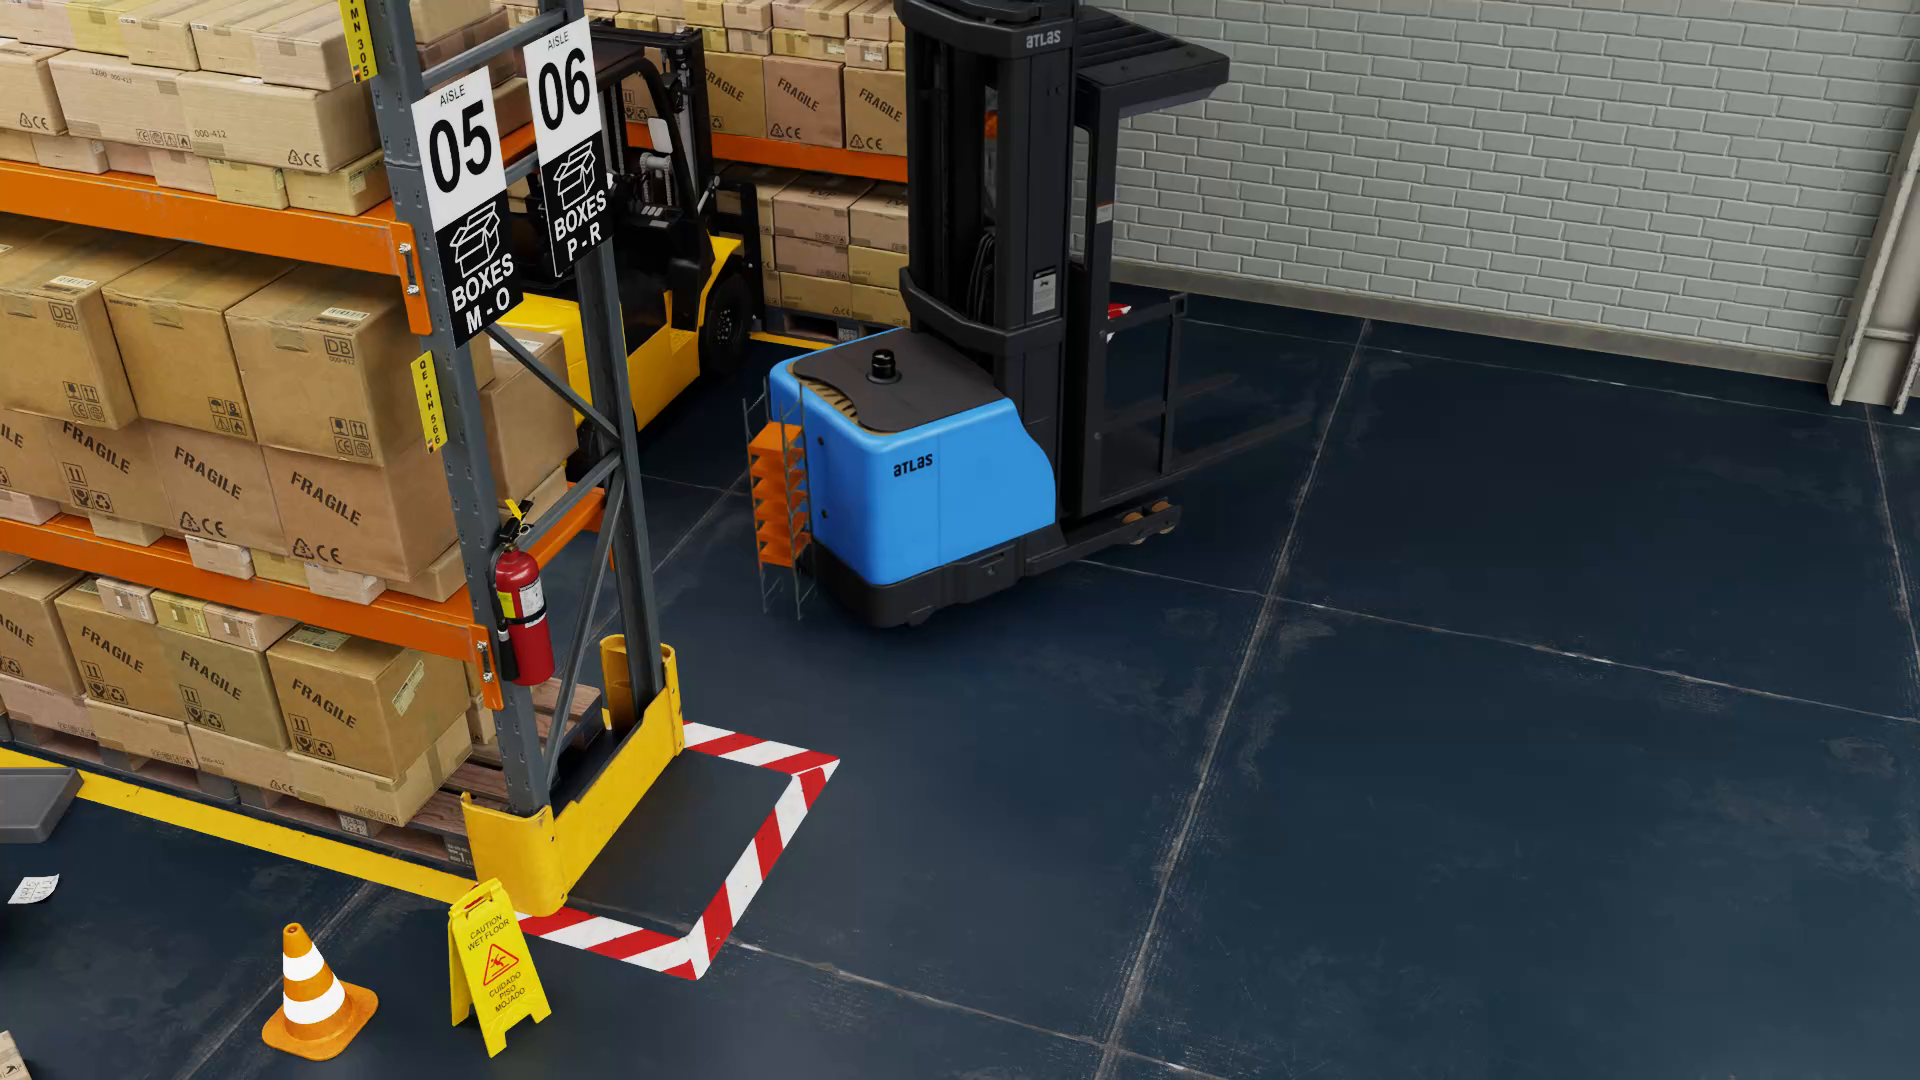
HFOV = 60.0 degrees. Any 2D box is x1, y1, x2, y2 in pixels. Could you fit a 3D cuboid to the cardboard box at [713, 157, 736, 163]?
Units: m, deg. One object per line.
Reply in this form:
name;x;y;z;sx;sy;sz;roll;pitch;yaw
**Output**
cardboard box;-1.621;-2.542;11.148;0.500;0.250;0.500;10;34;16

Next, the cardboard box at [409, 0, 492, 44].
cardboard box;-1.750;-1.756;5.436;0.250;0.149;0.380;11;34;16

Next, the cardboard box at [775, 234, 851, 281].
cardboard box;-0.846;-1.891;10.600;0.500;0.250;0.500;11;34;16

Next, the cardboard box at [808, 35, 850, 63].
cardboard box;-0.709;-2.978;9.907;0.250;0.149;0.380;12;35;17

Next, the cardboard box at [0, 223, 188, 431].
cardboard box;-3.028;-0.804;5.941;0.500;0.500;0.700;11;34;16

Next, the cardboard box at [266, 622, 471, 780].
cardboard box;-2.327;0.553;6.585;0.500;0.500;0.500;11;35;17

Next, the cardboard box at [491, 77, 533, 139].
cardboard box;-1.687;-1.478;5.741;0.250;0.149;0.380;11;34;17

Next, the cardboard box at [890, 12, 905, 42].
cardboard box;-0.222;-3.030;9.713;0.250;0.149;0.380;11;34;17

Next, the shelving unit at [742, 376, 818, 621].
shelving unit;-0.848;-0.183;7.922;0.189;1.200;0.258;10;35;16

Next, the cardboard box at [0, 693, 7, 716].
cardboard box;-4.280;0.487;7.378;0.500;0.250;0.500;13;35;19

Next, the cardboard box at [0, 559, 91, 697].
cardboard box;-3.790;0.268;7.026;0.500;0.500;0.500;13;35;19

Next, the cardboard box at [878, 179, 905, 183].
cardboard box;-0.202;-2.259;10.709;0.500;0.250;0.500;10;34;16

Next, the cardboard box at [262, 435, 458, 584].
cardboard box;-2.089;-0.223;5.964;0.500;0.500;0.500;10;34;16

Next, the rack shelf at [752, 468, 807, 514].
rack shelf;-0.849;-0.246;7.880;0.180;0.103;0.258;10;35;16

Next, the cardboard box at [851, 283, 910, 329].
cardboard box;-0.363;-1.579;10.577;0.500;0.250;0.500;11;35;17

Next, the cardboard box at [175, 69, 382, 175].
cardboard box;-2.057;-1.376;5.214;0.500;0.250;0.500;11;34;16

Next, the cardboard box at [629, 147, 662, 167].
cardboard box;-2.279;-2.373;10.886;0.500;0.250;0.500;12;35;18

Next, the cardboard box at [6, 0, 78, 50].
cardboard box;-2.828;-1.723;5.385;0.250;0.149;0.380;11;34;16

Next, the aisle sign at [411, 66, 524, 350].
aisle sign;-1.524;-1.030;5.183;0.004;0.787;0.394;11;34;16

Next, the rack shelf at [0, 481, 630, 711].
rack shelf;-3.367;-0.161;6.897;4.000;0.370;1.077;11;34;16

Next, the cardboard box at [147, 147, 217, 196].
cardboard box;-2.399;-1.269;5.417;0.250;0.149;0.380;12;35;18

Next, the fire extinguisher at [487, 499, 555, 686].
fire extinguisher;-1.532;0.191;5.760;0.183;0.674;0.296;11;34;16

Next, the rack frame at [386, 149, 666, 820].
rack frame;-1.485;-0.097;6.135;0.127;3.000;1.000;11;34;16

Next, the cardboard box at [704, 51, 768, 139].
cardboard box;-1.333;-2.824;10.266;0.500;0.500;0.500;10;34;16

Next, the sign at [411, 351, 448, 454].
sign;-1.691;-0.437;5.302;0.005;0.325;0.100;11;34;16

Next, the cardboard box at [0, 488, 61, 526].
cardboard box;-3.614;-0.232;6.575;0.250;0.149;0.380;11;34;16

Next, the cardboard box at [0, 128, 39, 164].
cardboard box;-3.111;-1.423;5.655;0.250;0.149;0.380;10;34;15

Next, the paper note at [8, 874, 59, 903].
paper note;-3.666;1.380;6.585;0.148;0.019;0.142;0;33;0

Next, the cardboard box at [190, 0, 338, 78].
cardboard box;-2.133;-1.565;5.140;0.250;0.149;0.380;12;35;17

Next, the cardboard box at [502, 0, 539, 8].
cardboard box;-2.652;-3.451;10.365;0.250;0.149;0.380;12;35;18

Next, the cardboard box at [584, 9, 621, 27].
cardboard box;-2.173;-3.238;10.309;0.250;0.149;0.380;10;34;15

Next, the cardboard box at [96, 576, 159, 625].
cardboard box;-3.178;0.151;6.610;0.250;0.149;0.380;12;35;19

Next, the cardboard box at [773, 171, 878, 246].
cardboard box;-0.835;-2.089;10.447;0.500;0.250;0.500;12;35;17

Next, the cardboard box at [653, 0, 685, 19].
cardboard box;-1.668;-3.308;10.143;0.250;0.149;0.380;12;35;17

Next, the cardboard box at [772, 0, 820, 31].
cardboard box;-0.929;-3.177;9.941;0.250;0.149;0.380;11;35;17

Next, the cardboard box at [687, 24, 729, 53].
cardboard box;-1.450;-3.090;10.080;0.250;0.149;0.380;11;35;17

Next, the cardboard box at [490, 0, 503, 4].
cardboard box;-2.869;-3.406;10.570;0.250;0.149;0.380;11;34;16

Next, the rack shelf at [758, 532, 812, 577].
rack shelf;-0.844;0.054;8.078;0.180;0.103;0.258;10;35;16

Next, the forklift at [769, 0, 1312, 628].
forklift;0.560;-1.423;8.252;3.031;2.935;1.130;-20;38;-28

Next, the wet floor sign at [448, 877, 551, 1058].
wet floor sign;-1.667;1.473;5.874;0.232;0.644;0.267;24;40;32

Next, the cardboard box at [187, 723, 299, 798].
cardboard box;-2.821;0.772;6.937;0.500;0.250;0.500;11;34;17

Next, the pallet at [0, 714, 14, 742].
pallet;-4.606;0.447;7.863;1.213;0.211;1.003;11;34;16

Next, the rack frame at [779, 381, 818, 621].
rack frame;-0.761;-0.168;7.896;0.006;1.200;0.240;10;35;16

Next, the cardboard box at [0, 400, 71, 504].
cardboard box;-3.499;-0.513;6.412;0.500;0.500;0.500;11;35;17

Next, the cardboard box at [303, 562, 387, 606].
cardboard box;-2.185;0.059;6.124;0.250;0.149;0.380;11;34;16

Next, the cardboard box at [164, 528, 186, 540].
cardboard box;-2.865;-0.149;6.447;0.250;0.149;0.380;11;35;17
